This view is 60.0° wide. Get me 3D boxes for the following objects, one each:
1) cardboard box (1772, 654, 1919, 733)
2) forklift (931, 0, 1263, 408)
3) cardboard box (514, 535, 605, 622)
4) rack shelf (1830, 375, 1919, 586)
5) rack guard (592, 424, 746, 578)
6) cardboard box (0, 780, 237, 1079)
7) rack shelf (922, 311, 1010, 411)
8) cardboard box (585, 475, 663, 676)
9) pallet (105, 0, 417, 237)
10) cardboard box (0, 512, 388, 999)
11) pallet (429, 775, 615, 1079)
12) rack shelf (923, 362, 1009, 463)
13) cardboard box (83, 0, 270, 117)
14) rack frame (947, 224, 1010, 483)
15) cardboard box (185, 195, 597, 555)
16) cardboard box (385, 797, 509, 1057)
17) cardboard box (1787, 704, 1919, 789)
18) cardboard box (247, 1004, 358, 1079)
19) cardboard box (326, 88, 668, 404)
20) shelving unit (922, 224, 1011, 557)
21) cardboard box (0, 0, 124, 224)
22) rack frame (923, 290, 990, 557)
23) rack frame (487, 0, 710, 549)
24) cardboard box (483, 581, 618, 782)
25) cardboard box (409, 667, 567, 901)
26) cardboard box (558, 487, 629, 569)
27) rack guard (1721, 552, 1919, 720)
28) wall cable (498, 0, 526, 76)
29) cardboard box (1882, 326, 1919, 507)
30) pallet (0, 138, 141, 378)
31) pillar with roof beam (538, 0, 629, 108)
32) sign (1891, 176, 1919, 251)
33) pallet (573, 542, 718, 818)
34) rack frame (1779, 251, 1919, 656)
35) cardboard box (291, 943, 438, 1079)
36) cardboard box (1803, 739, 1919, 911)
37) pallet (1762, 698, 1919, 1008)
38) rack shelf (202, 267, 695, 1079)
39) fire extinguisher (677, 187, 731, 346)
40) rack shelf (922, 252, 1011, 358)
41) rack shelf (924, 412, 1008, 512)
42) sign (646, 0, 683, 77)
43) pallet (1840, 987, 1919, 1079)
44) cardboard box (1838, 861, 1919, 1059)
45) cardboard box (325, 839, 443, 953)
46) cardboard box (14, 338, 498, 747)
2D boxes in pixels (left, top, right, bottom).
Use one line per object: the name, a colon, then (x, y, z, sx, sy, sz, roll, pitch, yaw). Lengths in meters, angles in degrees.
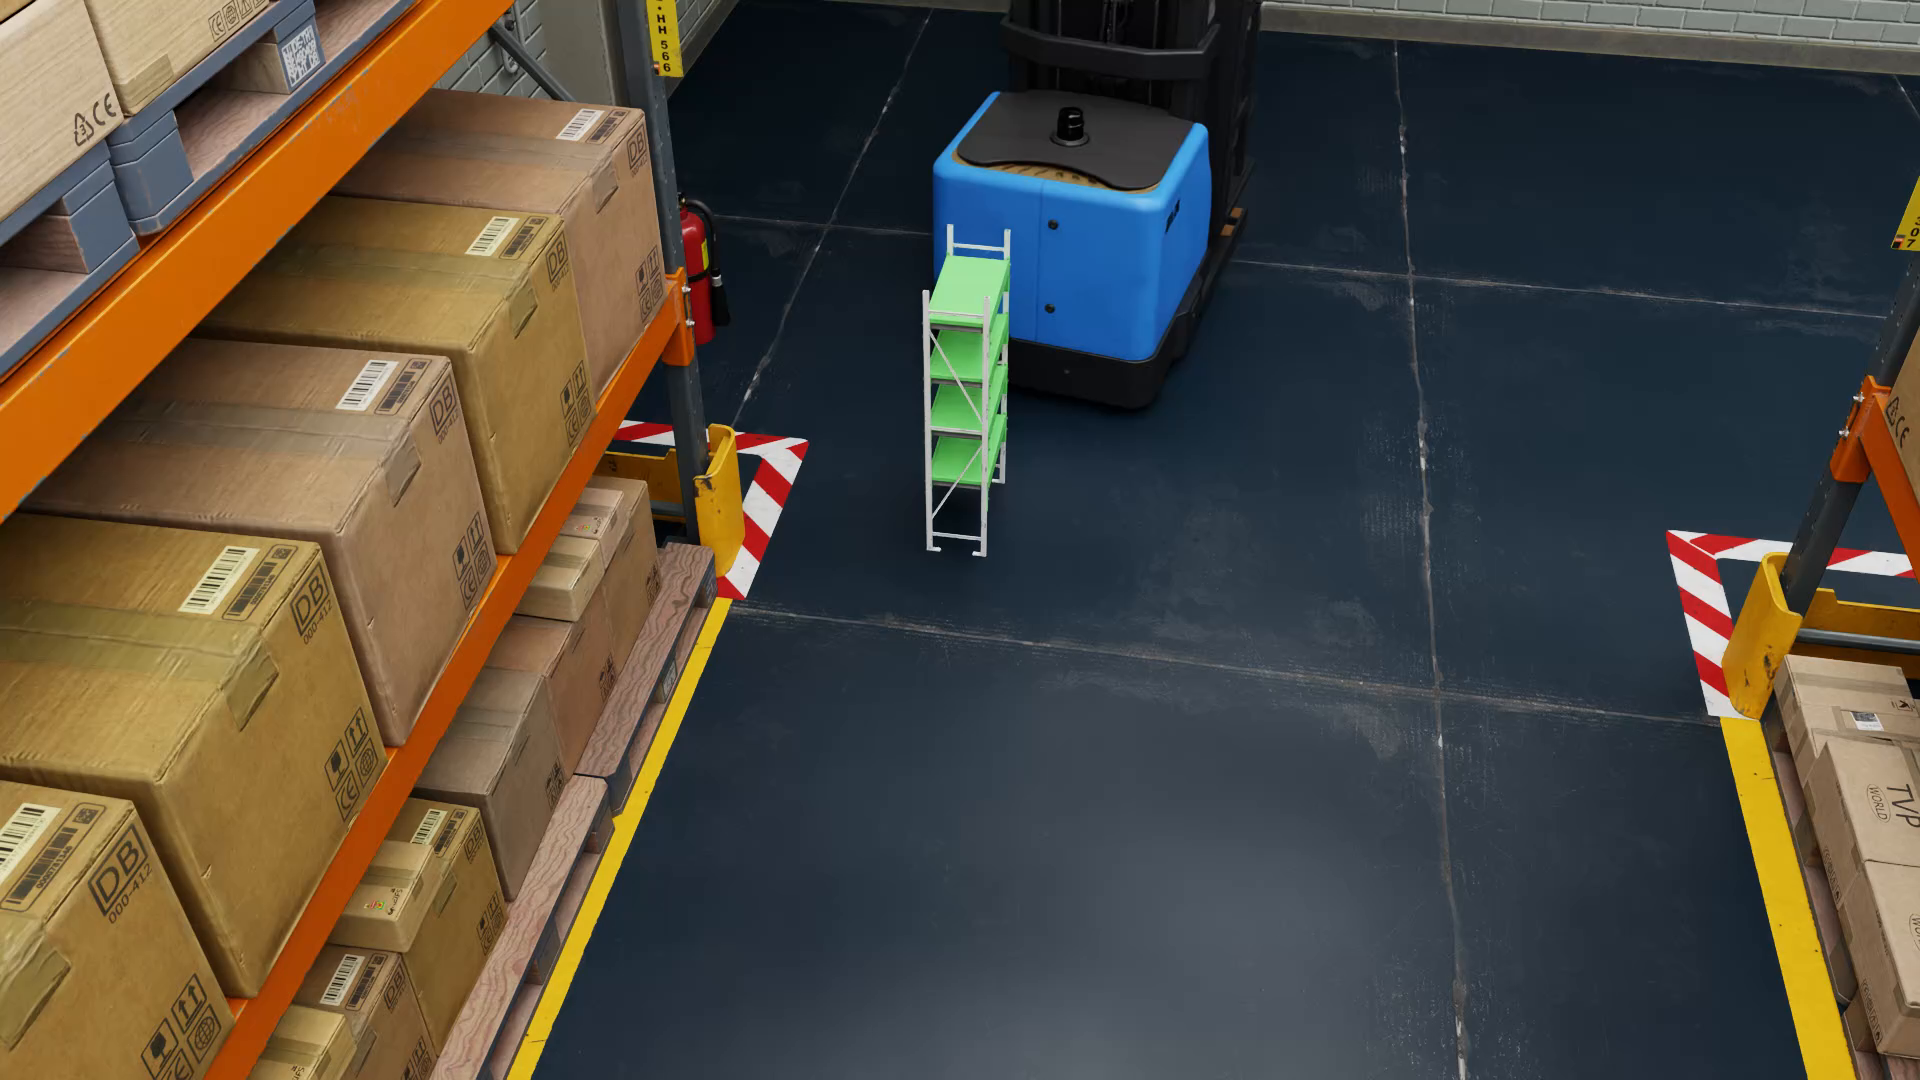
cardboard box: (2.995, 0.543, 5.631, 0.380, 0.149, 0.250, 6, 40, 8)
forklift: (0.855, -2.657, 7.664, 1.130, 2.935, 3.031, 13, 41, 15)
cardboard box: (-1.383, 0.108, 5.388, 0.380, 0.149, 0.250, 7, 40, 9)
rack shelf: (3.060, 0.921, 3.846, 1.077, 0.370, 4.000, 6, 40, 8)
rack guard: (-1.470, -0.207, 6.607, 1.175, 0.500, 0.348, 6, 40, 8)
cardboard box: (-2.056, 0.901, 3.070, 0.980, 0.700, 0.700, 7, 40, 8)
rack shelf: (0.029, -0.702, 6.381, 0.258, 0.148, 0.480, 6, 40, 8)
cardboard box: (-1.497, 0.097, 5.911, 0.700, 0.500, 0.500, 6, 40, 8)
pallet: (-1.801, -1.042, 3.372, 1.003, 0.211, 1.213, 6, 40, 8)
cardboard box: (-1.924, 0.444, 3.624, 0.980, 0.700, 0.700, 5, 40, 7)
pallet: (-1.749, 1.194, 5.141, 1.003, 0.211, 1.213, 6, 40, 8)
rack shelf: (0.029, -0.517, 6.534, 0.258, 0.148, 0.480, 6, 40, 8)
cardboard box: (-1.603, -0.989, 2.947, 0.500, 0.250, 0.500, 5, 40, 6)
rack frame: (0.071, -0.719, 6.679, 0.240, 1.200, 0.015, 6, 40, 8)
cardboard box: (-1.667, -0.491, 4.755, 0.980, 0.700, 0.700, 6, 40, 7)
cardboard box: (-1.754, 1.062, 4.743, 0.700, 0.500, 0.500, 7, 40, 9)
cardboard box: (2.951, 0.693, 5.436, 0.380, 0.166, 0.250, 6, 40, 8)
cardboard box: (-1.697, 1.254, 4.002, 0.380, 0.149, 0.250, 8, 40, 9)
cardboard box: (-1.552, -0.949, 5.309, 0.980, 0.700, 0.700, 8, 40, 10)
shelving unit: (0.029, -0.566, 6.493, 0.258, 1.200, 0.503, 6, 40, 8)
cardboard box: (-1.685, -0.666, 2.557, 0.500, 0.250, 0.500, 6, 40, 7)
rack frame: (-0.014, -0.413, 6.308, 0.240, 1.200, 0.015, 6, 40, 8)
rack frame: (-1.474, -1.155, 5.793, 1.000, 3.000, 0.127, 6, 40, 8)
cardboard box: (-1.583, 0.411, 5.531, 0.700, 0.500, 0.500, 6, 40, 8)
cardboard box: (-1.669, 0.727, 5.149, 0.700, 0.500, 0.500, 5, 40, 6)
cardboard box: (-1.339, -0.052, 5.582, 0.380, 0.149, 0.250, 6, 40, 7)
rack guard: (3.393, 0.400, 5.874, 1.175, 0.500, 0.348, 6, 40, 8)
wall cable: (-2.184, -2.454, 6.567, 0.084, 1.984, 1.851, 6, 40, 8)
cardboard box: (3.069, -0.400, 4.801, 0.500, 0.500, 0.500, 7, 40, 9)
pallet: (-2.014, -0.279, 2.449, 1.003, 0.211, 1.213, 6, 40, 8)
pillar with roof beam: (2.381, -4.782, 5.472, 9.100, 9.000, 0.400, 6, 40, 8)
sign: (2.871, -1.004, 4.931, 0.100, 0.325, 0.005, 6, 40, 8)
pallet: (-1.535, 0.430, 6.064, 1.003, 0.211, 1.213, 6, 40, 8)
rack frame: (3.406, -0.611, 5.135, 1.000, 3.000, 0.127, 6, 40, 8)
cardboard box: (-1.846, 1.384, 4.354, 0.700, 0.500, 0.500, 6, 40, 7)
cardboard box: (2.946, 0.903, 5.116, 0.500, 0.250, 0.500, 6, 40, 8)
pallet: (3.256, 1.012, 5.361, 1.003, 0.211, 1.213, 6, 40, 8)
rack shelf: (-1.820, 0.378, 4.504, 1.077, 0.370, 4.000, 6, 40, 8)
fire extinguisher: (-0.993, -1.025, 5.989, 0.296, 0.674, 0.183, 6, 40, 8)
rack shelf: (0.029, -0.887, 6.228, 0.258, 0.148, 0.480, 6, 40, 8)
rack shelf: (0.029, -0.332, 6.687, 0.258, 0.148, 0.480, 6, 40, 8)
sign: (-0.942, -1.624, 5.265, 0.100, 0.325, 0.005, 6, 40, 8)
pallet: (3.042, 1.775, 4.437, 1.003, 0.211, 1.213, 6, 40, 8)
cardboard box: (2.859, 1.217, 4.737, 0.500, 0.250, 0.500, 6, 40, 8)
cardboard box: (-1.607, 0.927, 4.398, 0.380, 0.149, 0.250, 5, 40, 6)
cardboard box: (-1.808, -0.014, 4.177, 0.980, 0.700, 0.700, 5, 40, 6)
